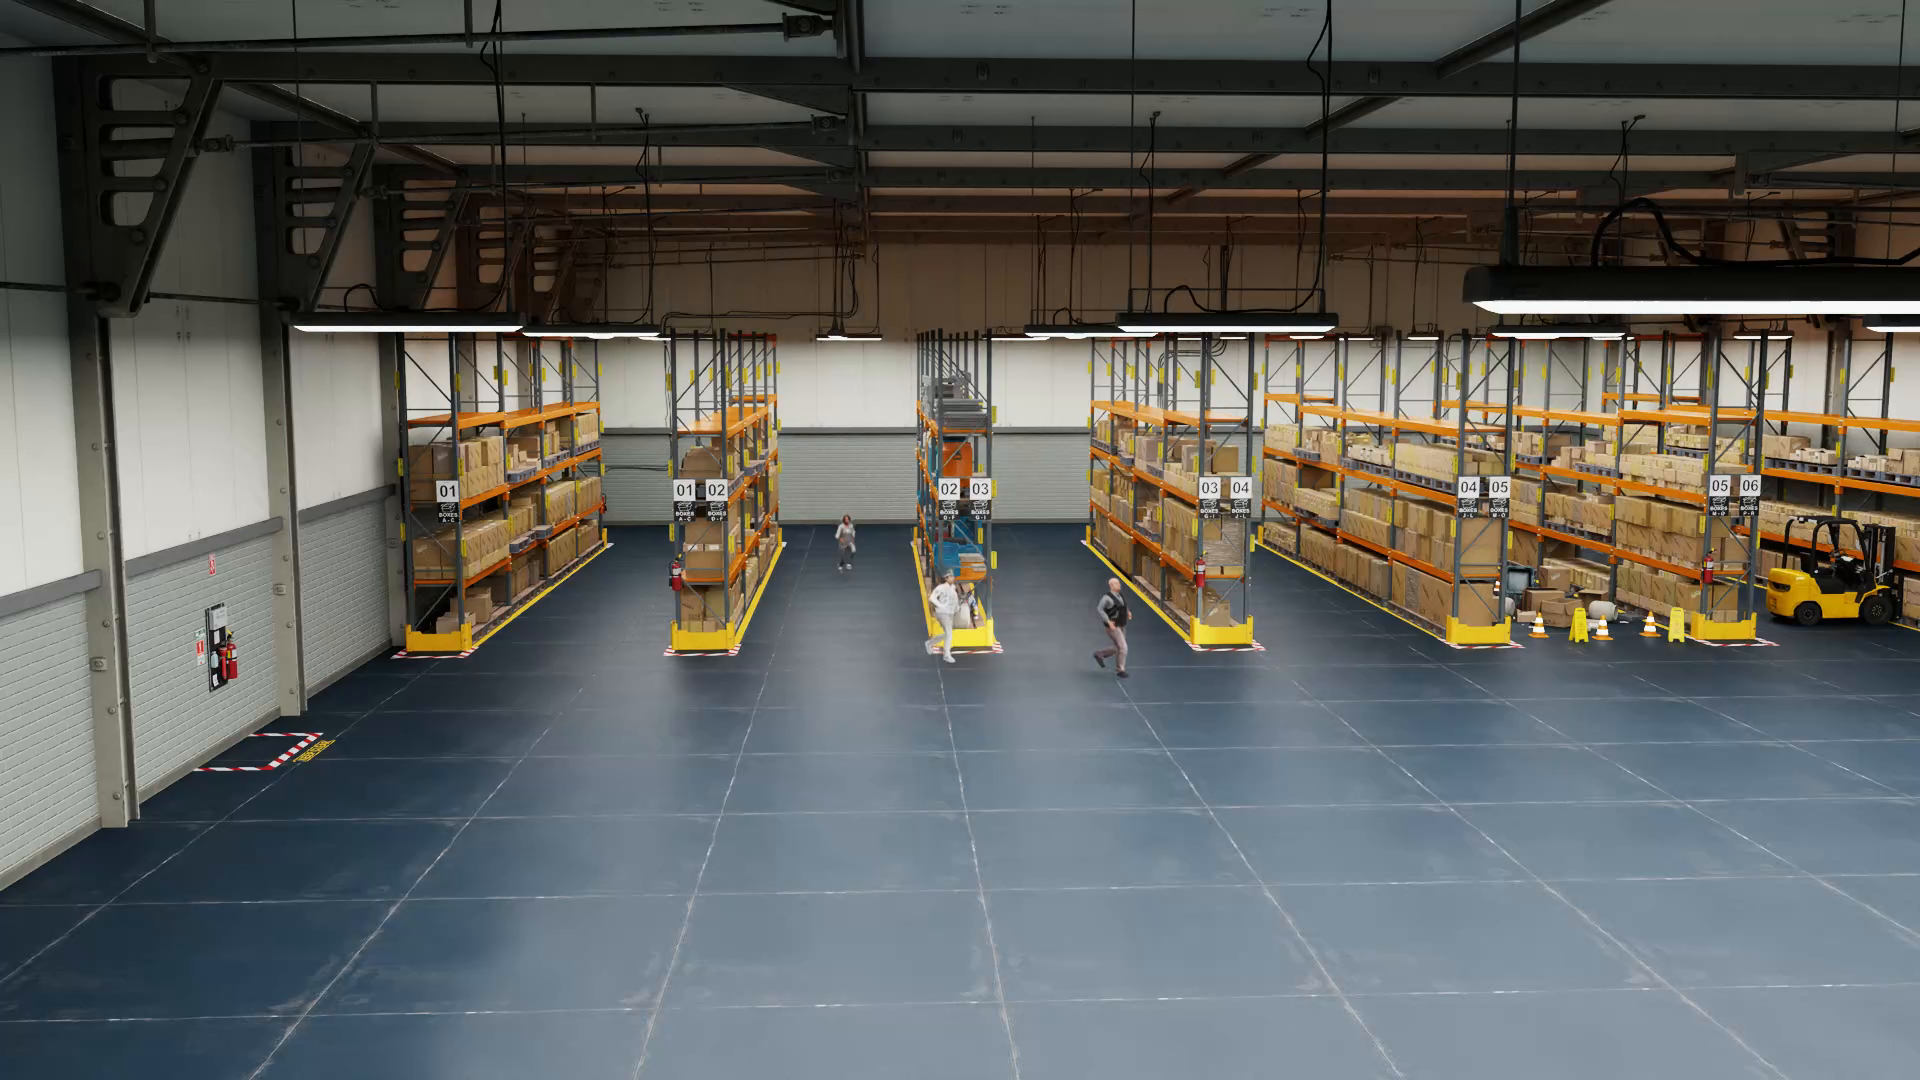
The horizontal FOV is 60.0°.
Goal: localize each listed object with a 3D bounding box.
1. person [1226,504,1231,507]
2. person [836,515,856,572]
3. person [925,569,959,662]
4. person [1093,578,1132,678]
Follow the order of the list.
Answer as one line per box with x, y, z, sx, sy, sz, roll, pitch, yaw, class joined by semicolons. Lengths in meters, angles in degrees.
7.431;-0.663;47.447;0.633;1.621;0.537;4;8;32;person
-2.791;0.098;40.637;0.525;1.467;0.887;-2;7;-18;person
-0.274;1.354;30.298;0.730;1.672;0.661;6;9;39;person
2.648;1.505;28.762;0.764;1.718;0.657;5;8;36;person
